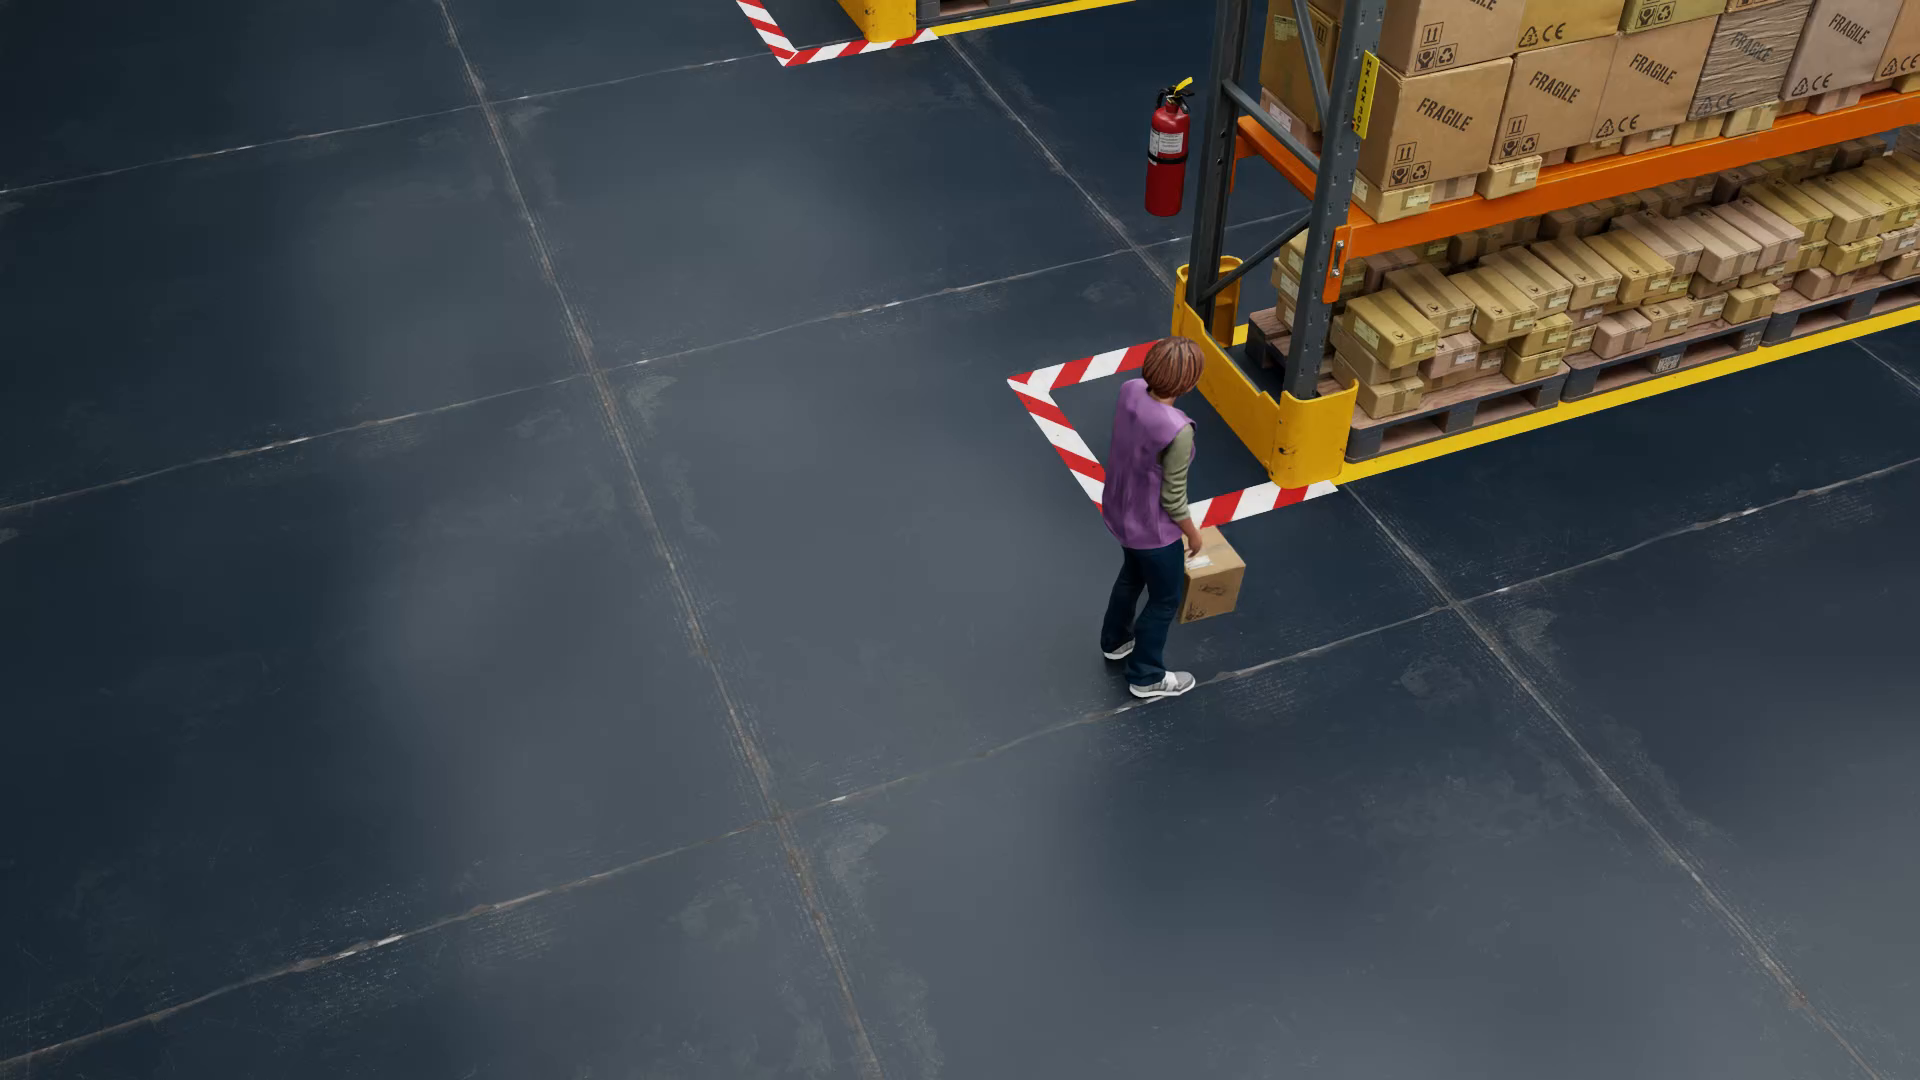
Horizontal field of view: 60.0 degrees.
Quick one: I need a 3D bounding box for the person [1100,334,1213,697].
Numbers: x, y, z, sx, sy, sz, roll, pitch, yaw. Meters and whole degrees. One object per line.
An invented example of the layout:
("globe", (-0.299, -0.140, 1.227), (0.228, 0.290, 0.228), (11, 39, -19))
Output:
("person", (0.721, -0.081, 6.258), (0.344, 1.593, 0.463), (-15, 45, -16))
